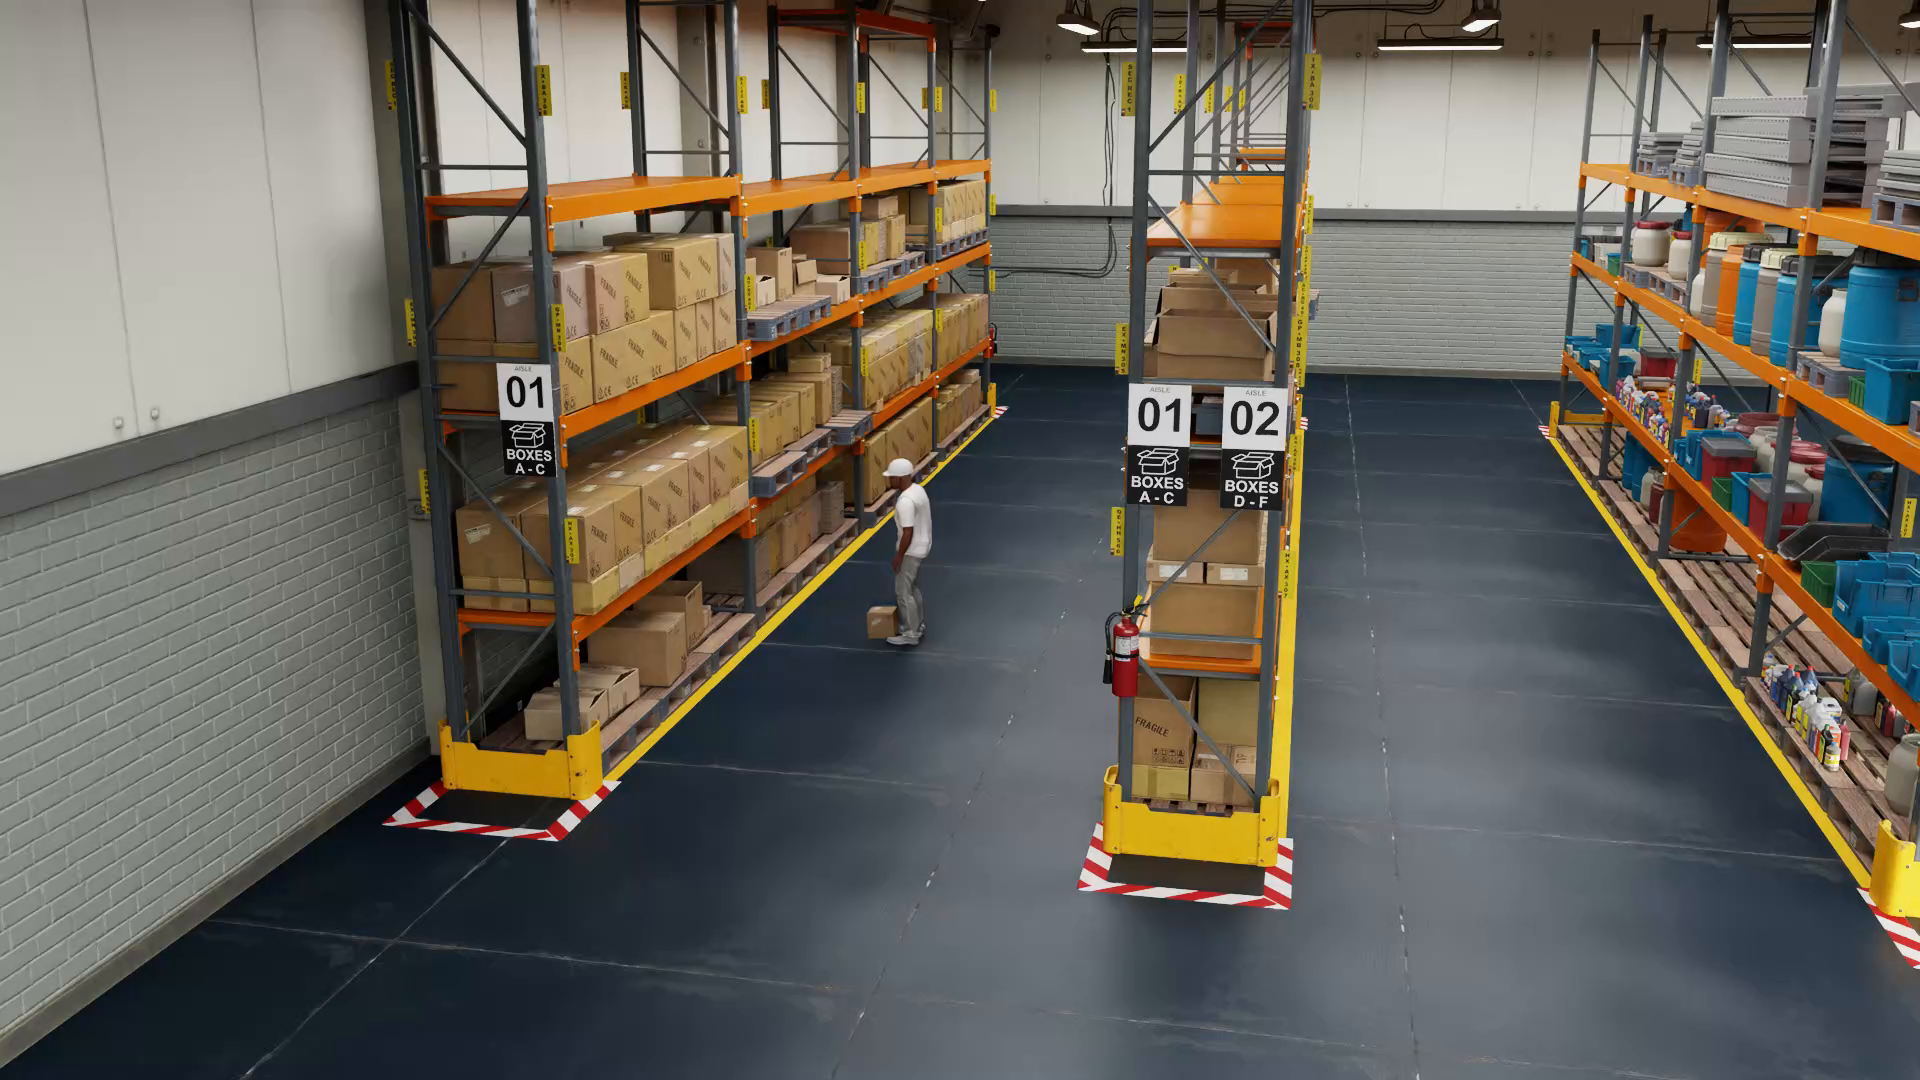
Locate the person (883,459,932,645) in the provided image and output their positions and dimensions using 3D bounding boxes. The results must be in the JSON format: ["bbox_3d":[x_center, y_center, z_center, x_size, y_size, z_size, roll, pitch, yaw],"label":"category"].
[{"bbox_3d":[-0.490,0.100,15.587,0.449,1.762,0.606,2,15,9],"label":"person"}]
